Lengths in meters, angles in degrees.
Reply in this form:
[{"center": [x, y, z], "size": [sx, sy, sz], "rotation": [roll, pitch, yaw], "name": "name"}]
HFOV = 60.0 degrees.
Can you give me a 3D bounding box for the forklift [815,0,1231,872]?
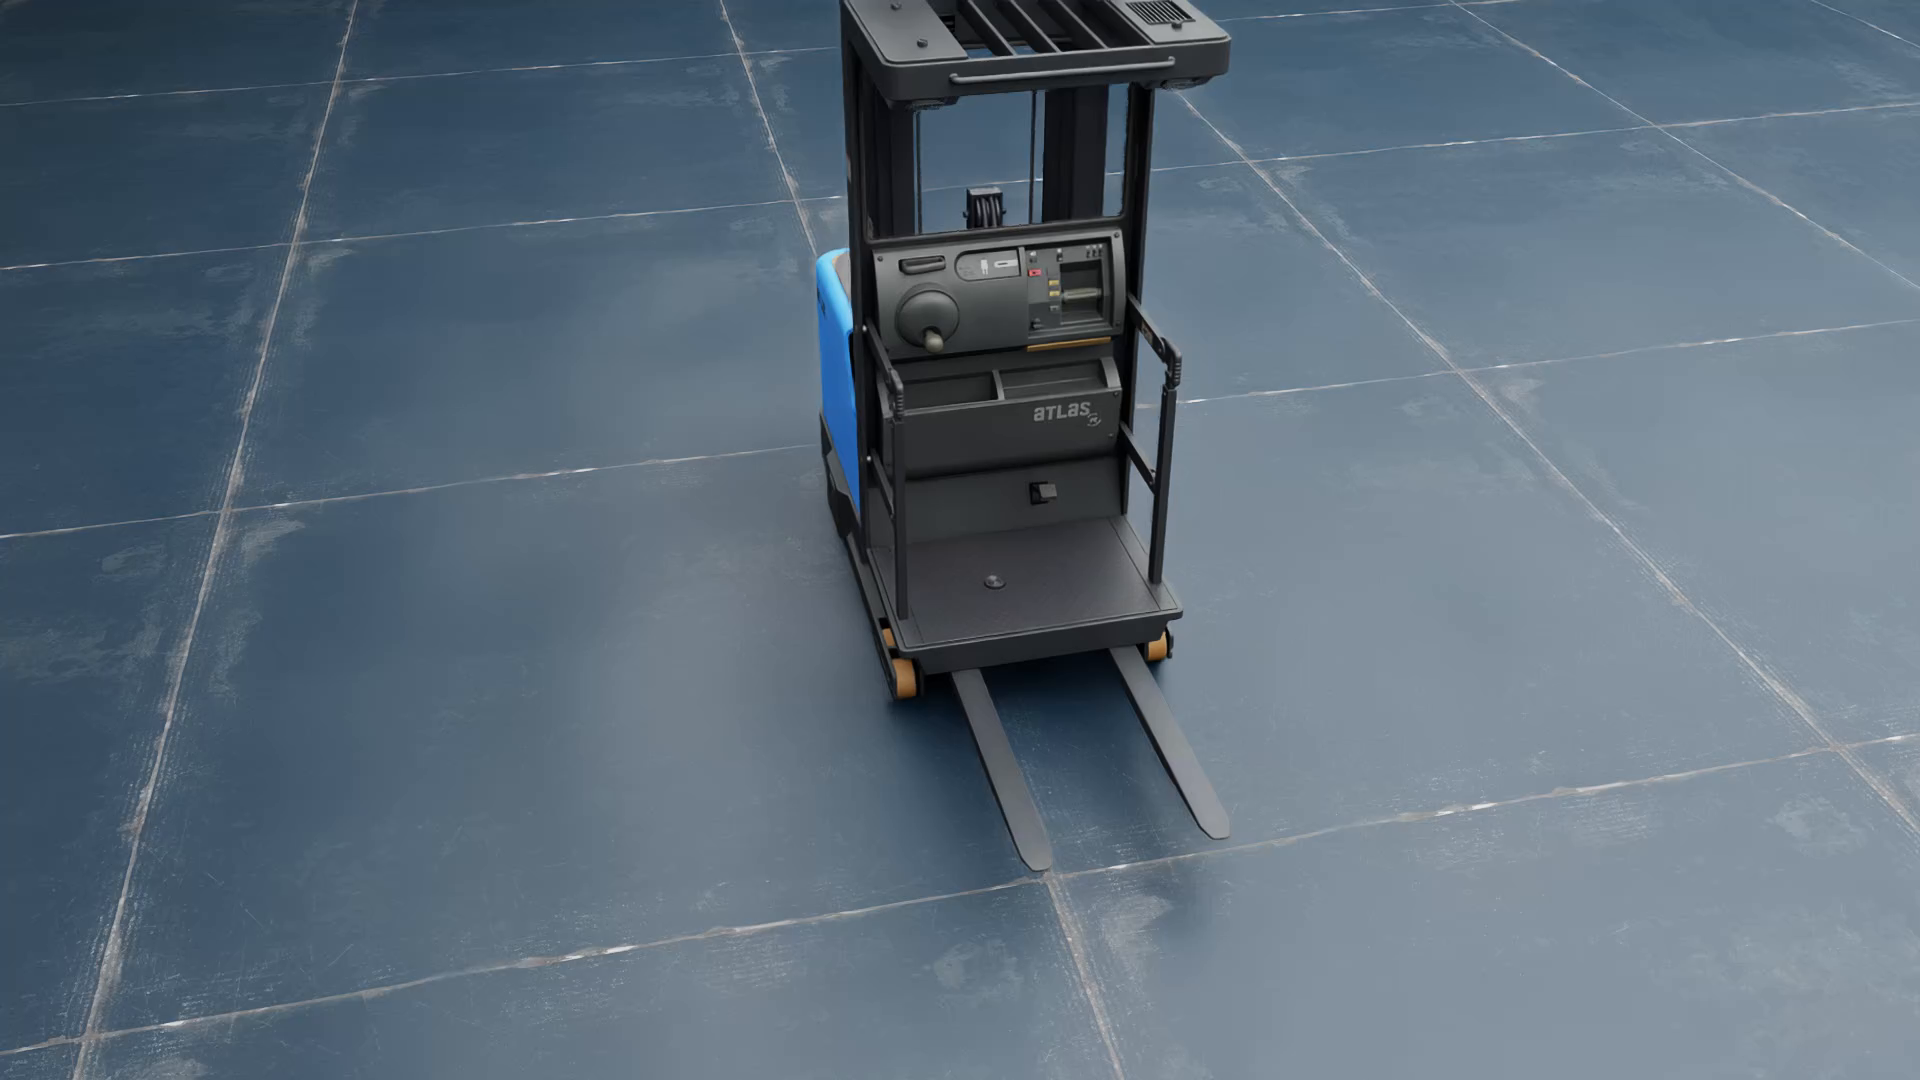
[{"center": [0.202, -0.843, 5.876], "size": [1.130, 2.935, 3.031], "rotation": [-8, 35, -11], "name": "forklift"}]
